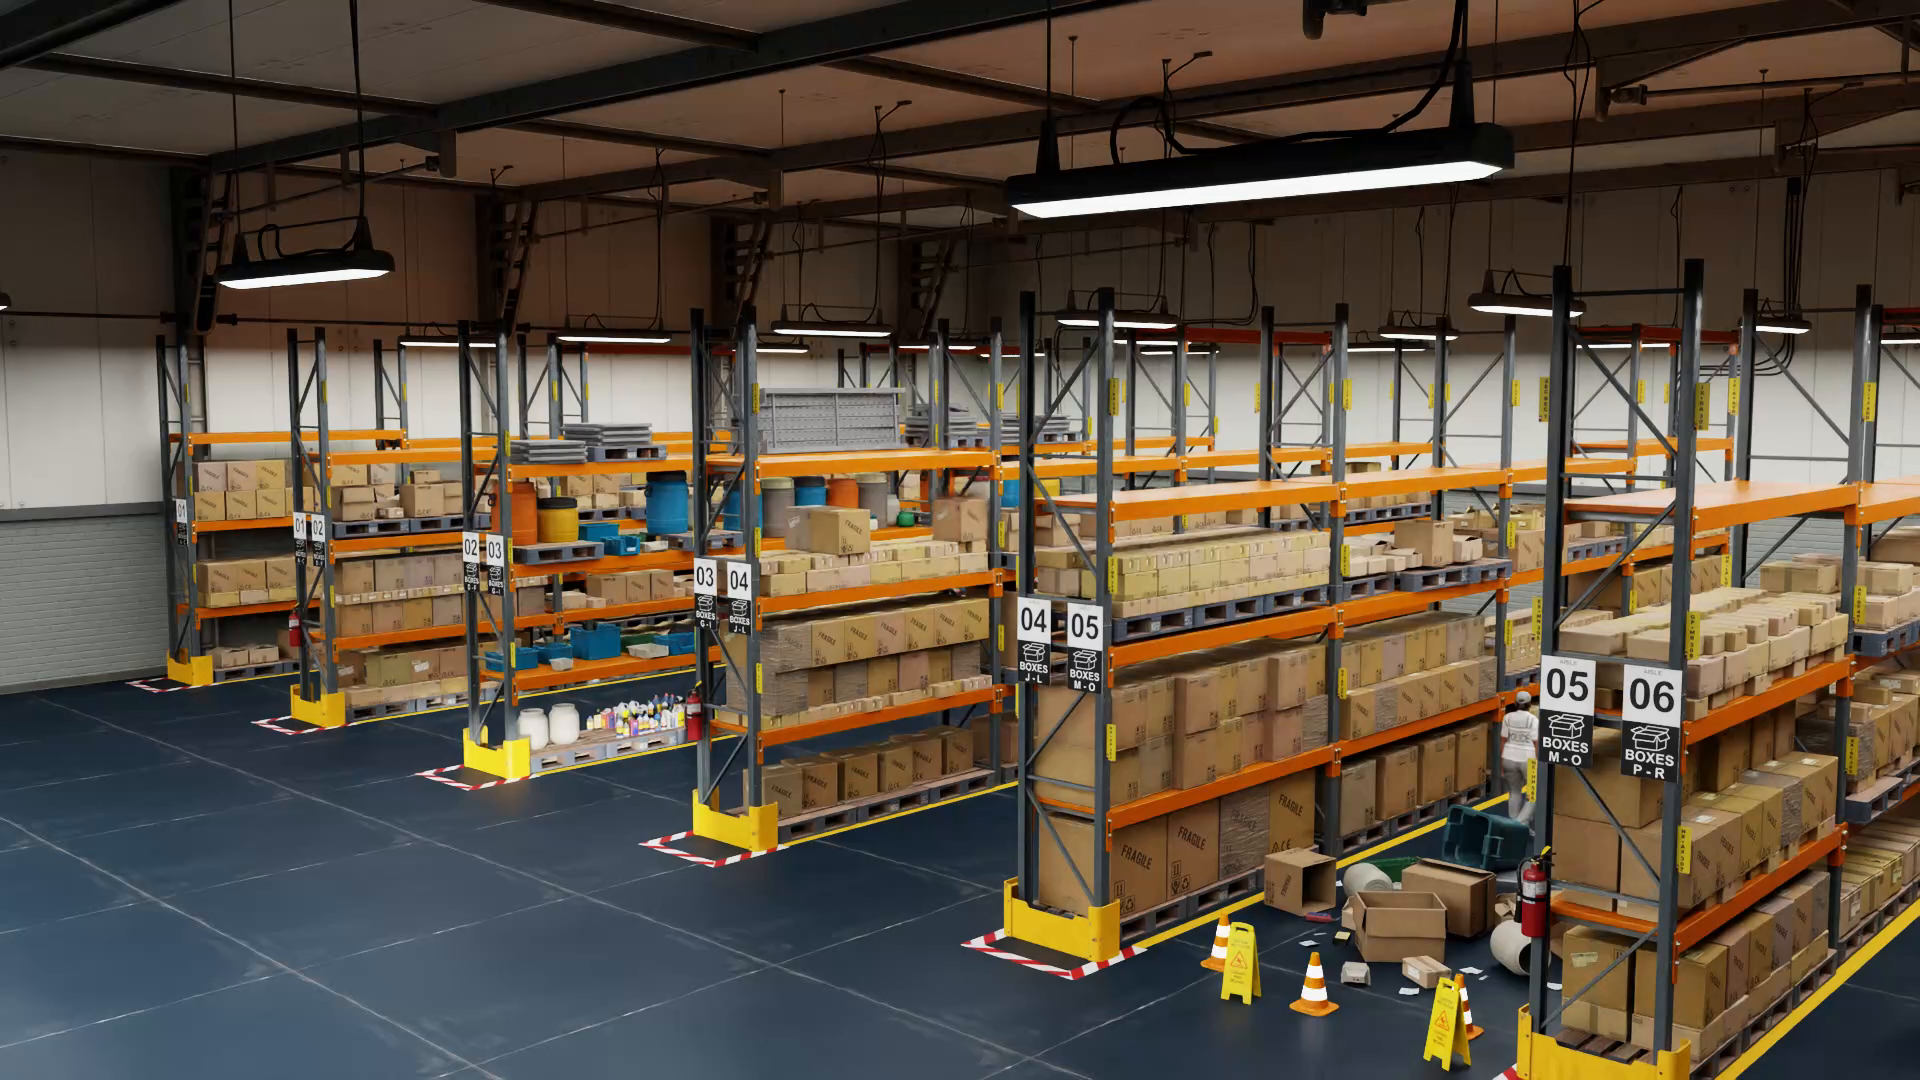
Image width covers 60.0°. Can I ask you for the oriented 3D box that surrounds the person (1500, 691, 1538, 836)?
[{"bbox_3d":[6.421,2.562,19.008,0.537,1.660,0.522,5,7,43],"label":"person"}]
